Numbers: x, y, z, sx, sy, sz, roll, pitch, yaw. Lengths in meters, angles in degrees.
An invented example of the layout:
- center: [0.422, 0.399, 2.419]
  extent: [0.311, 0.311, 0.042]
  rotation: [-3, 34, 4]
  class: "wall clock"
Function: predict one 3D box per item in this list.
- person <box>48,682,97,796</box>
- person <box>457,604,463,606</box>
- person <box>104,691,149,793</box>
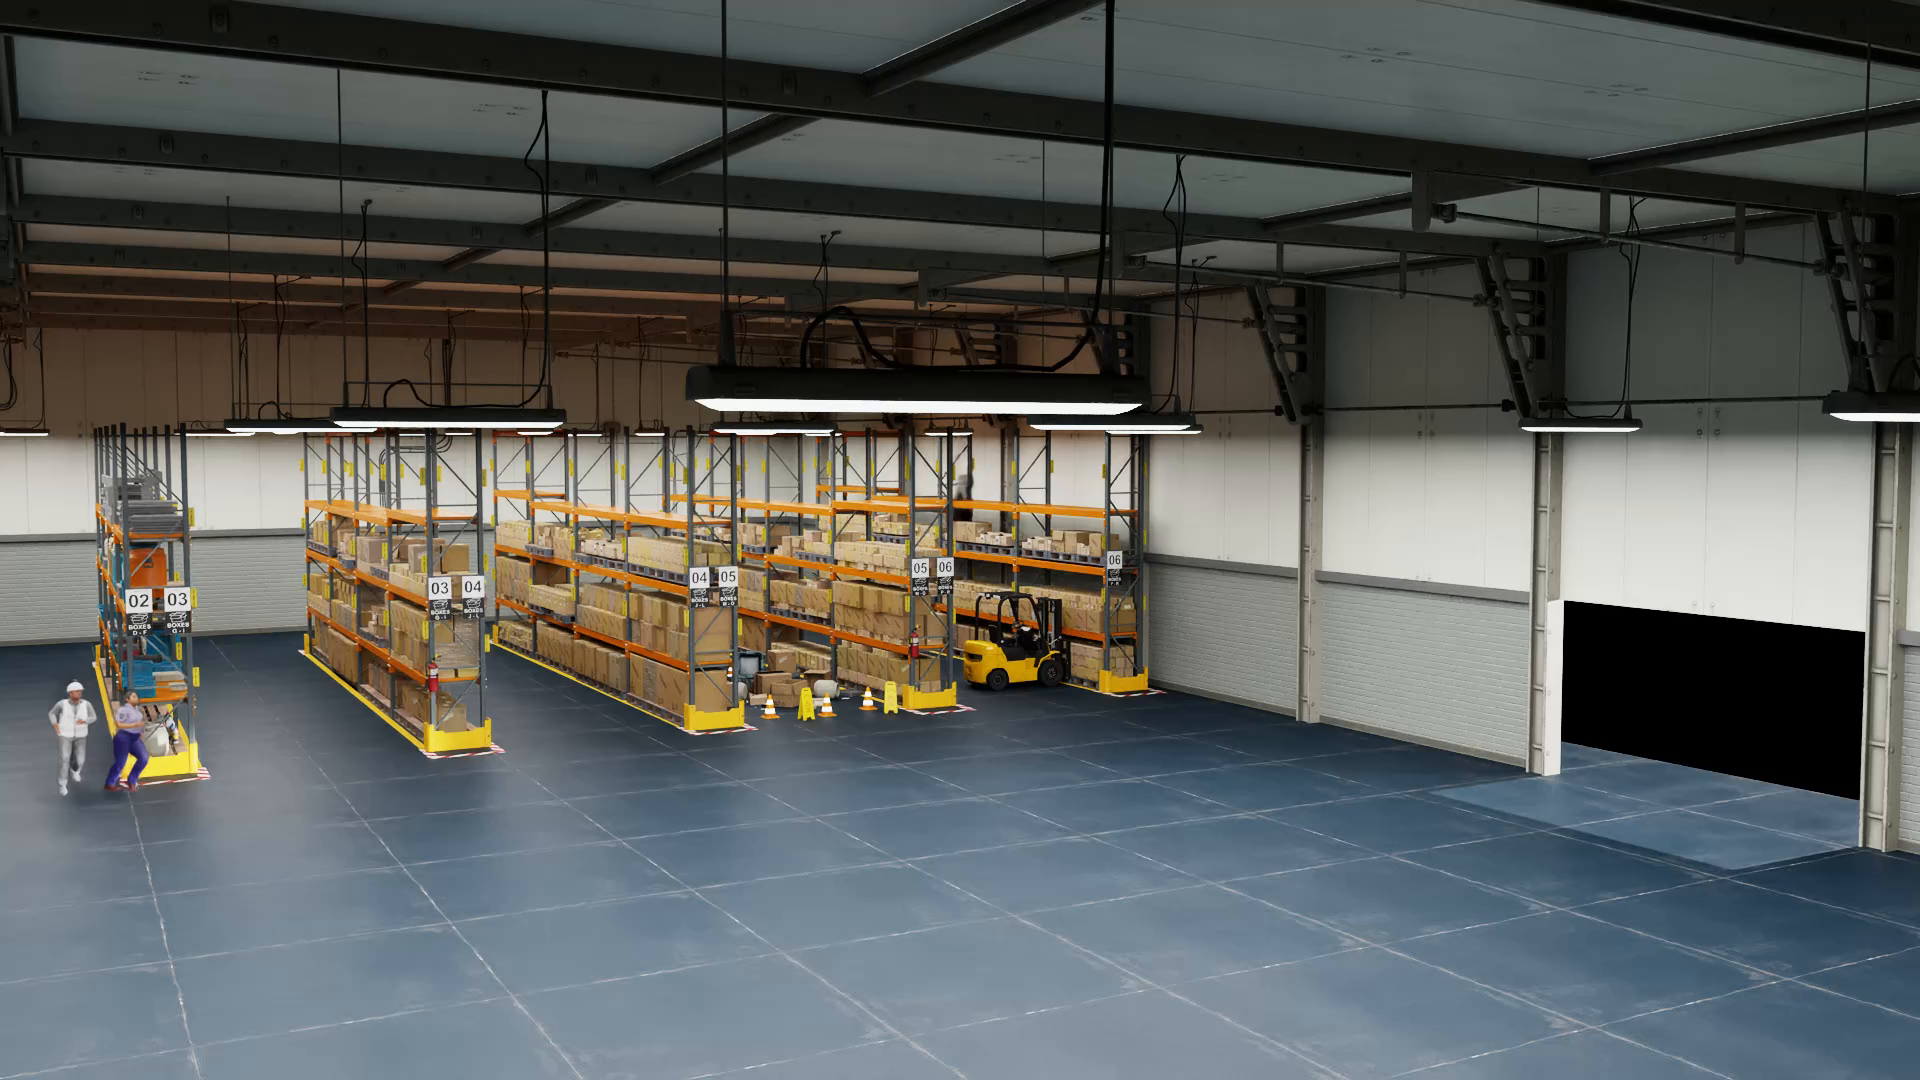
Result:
- center: [-14.491, 3.206, 27.217]
  extent: [0.671, 1.762, 0.945]
  rotation: [-3, 4, -40]
  class: "person"
- center: [-13.950, 2.111, 45.765]
  extent: [0.759, 1.706, 0.553]
  rotation: [0, 3, 0]
  class: "person"
- center: [-13.474, 3.298, 26.995]
  extent: [0.695, 1.676, 0.604]
  rotation: [1, 4, 11]
  class: "person"
